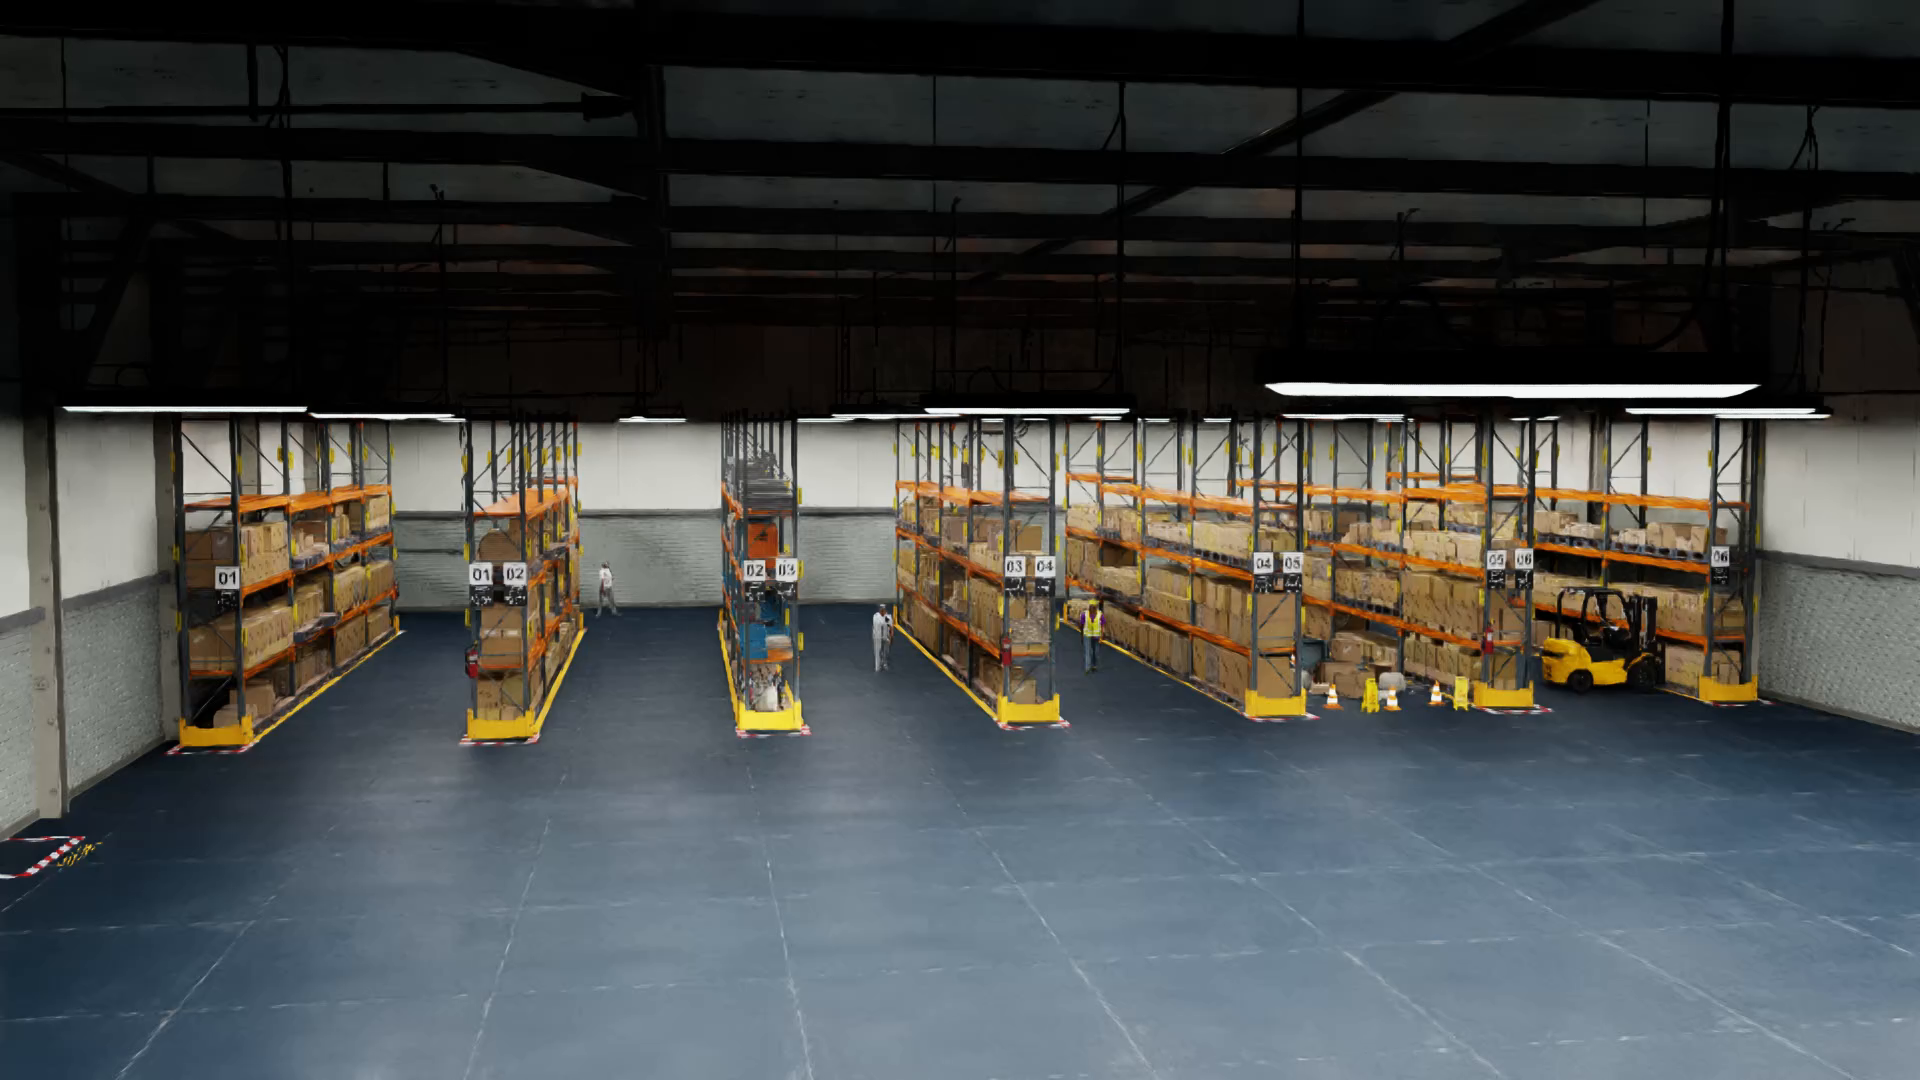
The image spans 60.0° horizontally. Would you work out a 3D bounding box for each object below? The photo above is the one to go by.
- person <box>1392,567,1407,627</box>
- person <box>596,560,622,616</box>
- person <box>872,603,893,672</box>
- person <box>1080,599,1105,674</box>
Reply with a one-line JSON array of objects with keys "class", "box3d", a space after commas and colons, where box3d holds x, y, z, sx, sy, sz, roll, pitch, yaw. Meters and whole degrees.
[{"class": "person", "box3d": [12.387, 1.581, 46.418, 0.575, 1.783, 0.679, 0, 4, 5]}, {"class": "person", "box3d": [-10.517, 1.421, 49.594, 0.559, 1.671, 0.700, 2, 5, 29]}, {"class": "person", "box3d": [-1.780, 2.234, 38.462, 0.481, 1.580, 1.094, 0, 4, -7]}, {"class": "person", "box3d": [3.052, 2.197, 38.197, 0.563, 1.708, 1.029, 0, 4, -1]}]
